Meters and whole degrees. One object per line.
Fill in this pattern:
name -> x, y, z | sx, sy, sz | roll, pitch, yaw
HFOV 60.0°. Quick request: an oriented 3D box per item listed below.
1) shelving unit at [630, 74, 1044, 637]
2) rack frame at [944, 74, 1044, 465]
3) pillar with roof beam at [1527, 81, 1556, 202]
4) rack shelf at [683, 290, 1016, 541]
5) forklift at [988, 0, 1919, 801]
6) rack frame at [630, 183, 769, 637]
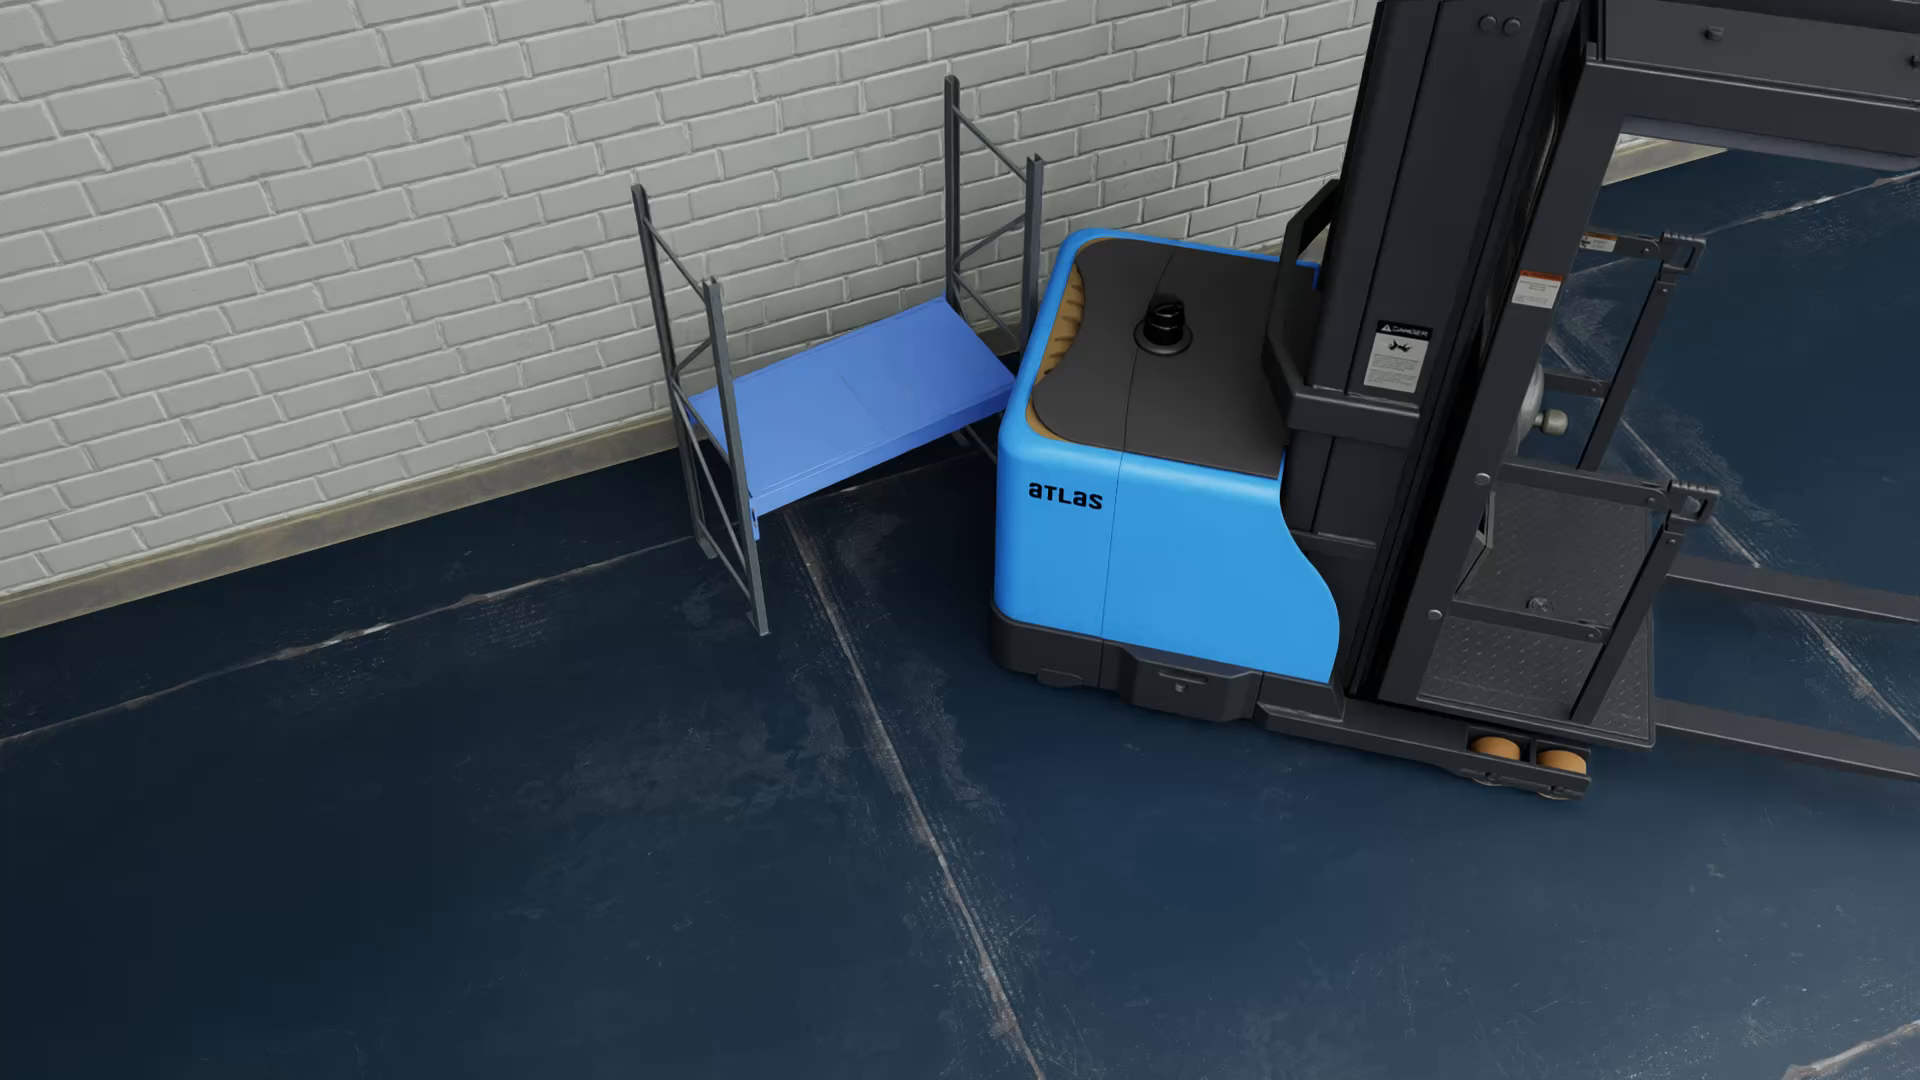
shelving unit -> -0.339, -0.537, 5.223 | 1.048, 1.500, 0.538 | -25, 54, -20
rack frame -> 0.095, -0.738, 5.395 | 0.032, 1.500, 0.500 | -25, 54, -20
pillar with roof beam -> 3.662, -1.098, 0.762 | 0.400, 9.000, 9.100 | -17, 52, -14
rack shelf -> -0.339, -0.420, 5.359 | 1.000, 0.185, 0.538 | -25, 54, -20
forklift -> 1.666, -0.613, 4.344 | 3.031, 2.935, 1.130 | 11, 50, 9
rack frame -> -0.773, -0.337, 5.050 | 0.032, 1.500, 0.500 | -25, 54, -20
